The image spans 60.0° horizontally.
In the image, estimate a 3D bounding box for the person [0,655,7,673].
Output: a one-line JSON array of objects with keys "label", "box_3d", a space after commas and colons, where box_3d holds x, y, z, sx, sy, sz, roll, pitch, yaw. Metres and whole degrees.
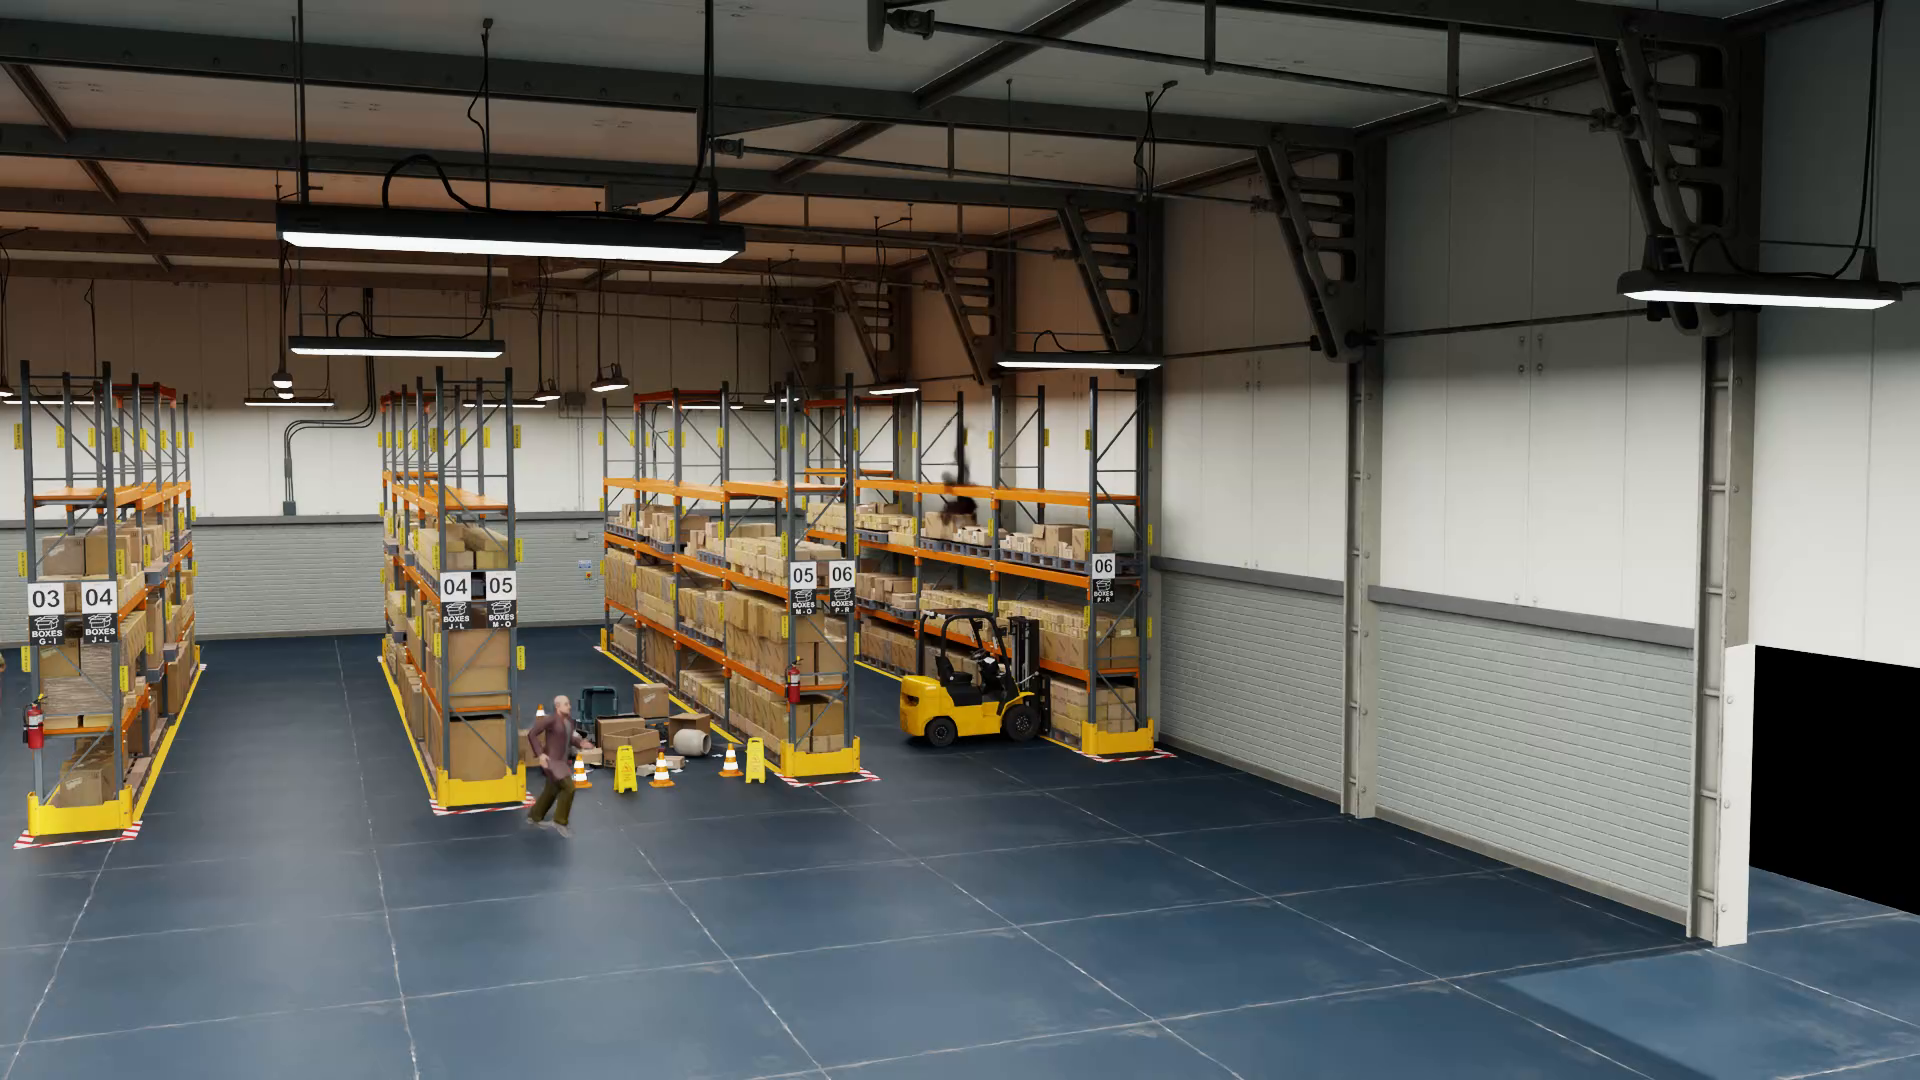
[{"label": "person", "box_3d": [-16.780, 2.499, 28.705, 0.615, 1.625, 1.003, -1, 4, -23]}]

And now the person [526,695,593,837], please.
[{"label": "person", "box_3d": [-5.122, 2.875, 21.095, 0.936, 1.830, 0.636, 1, 4, 13]}]
